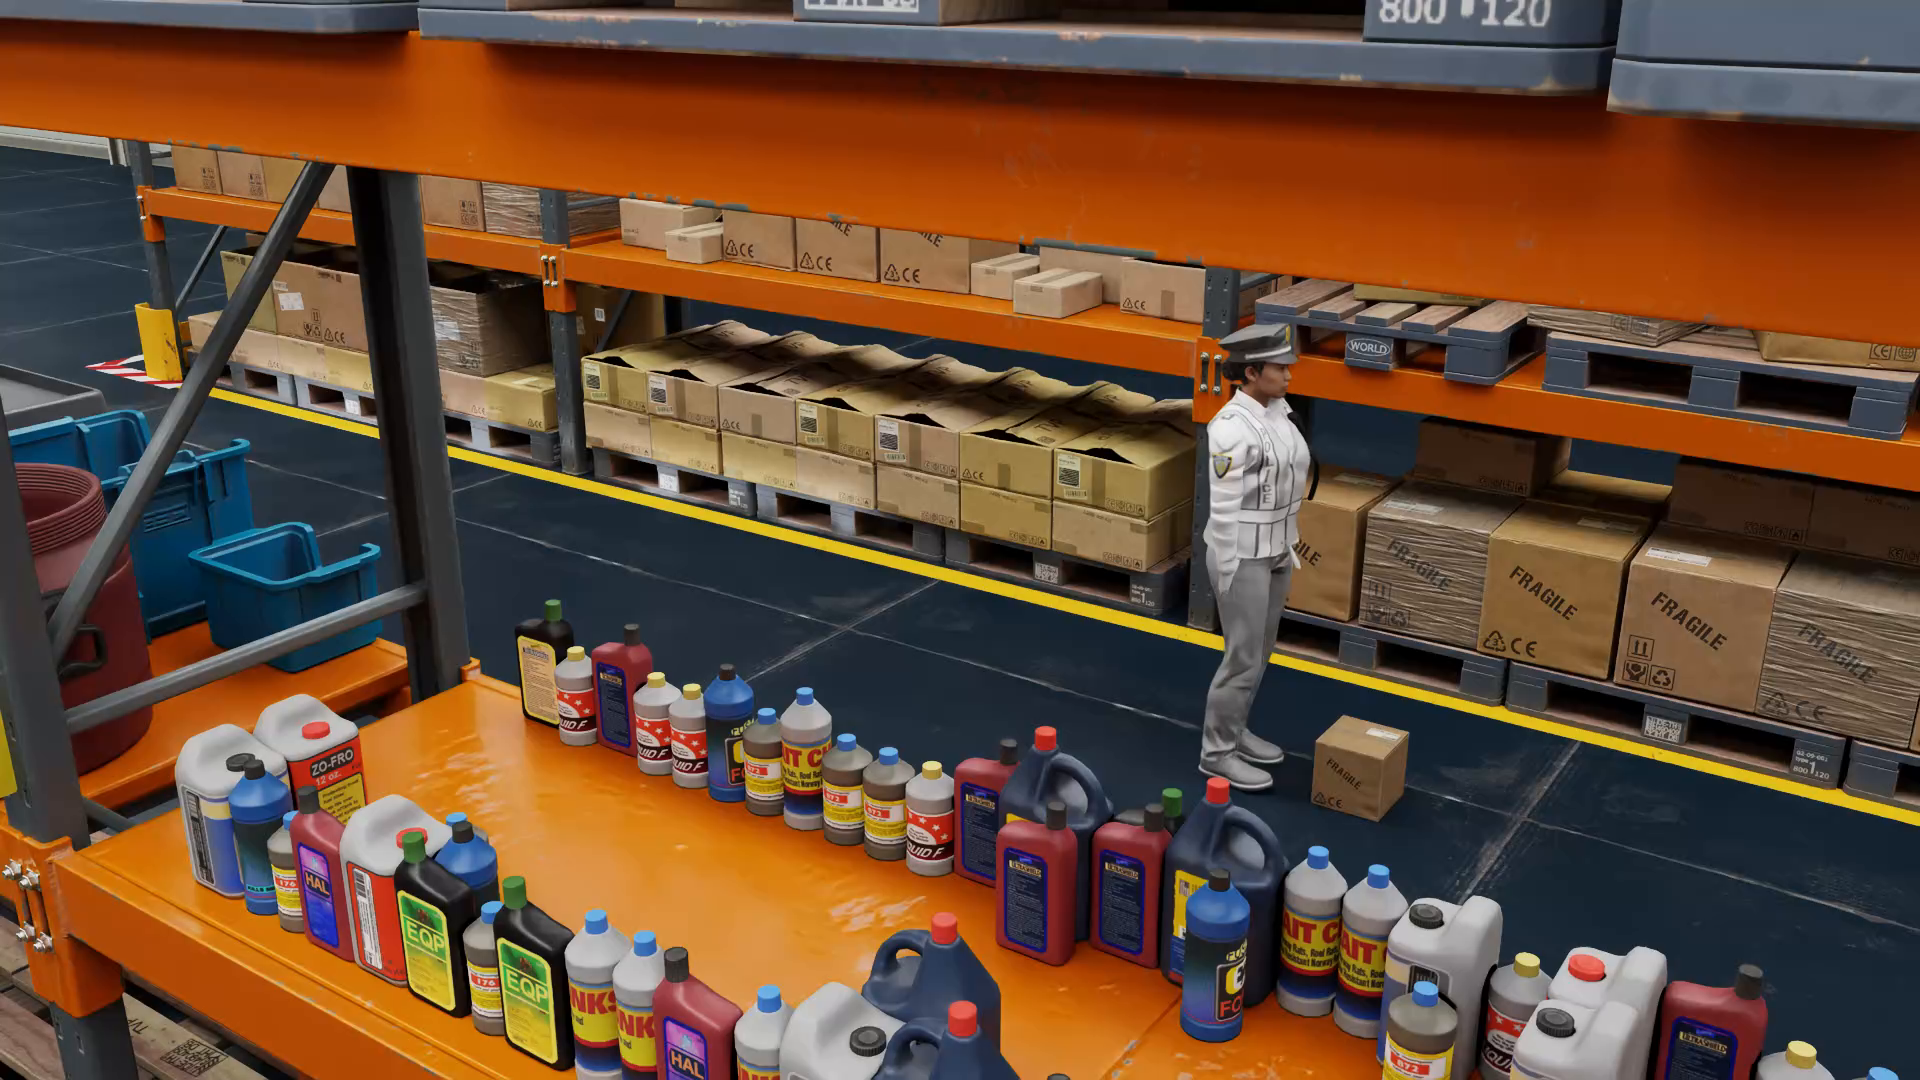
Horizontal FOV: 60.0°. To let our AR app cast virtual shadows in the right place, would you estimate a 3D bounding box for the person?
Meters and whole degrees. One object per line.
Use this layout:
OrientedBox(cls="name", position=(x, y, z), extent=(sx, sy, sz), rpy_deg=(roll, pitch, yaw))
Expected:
OrientedBox(cls="person", position=(1.052, 0.056, 5.923), extent=(0.329, 1.662, 0.469), rpy_deg=(14, 24, 33))
